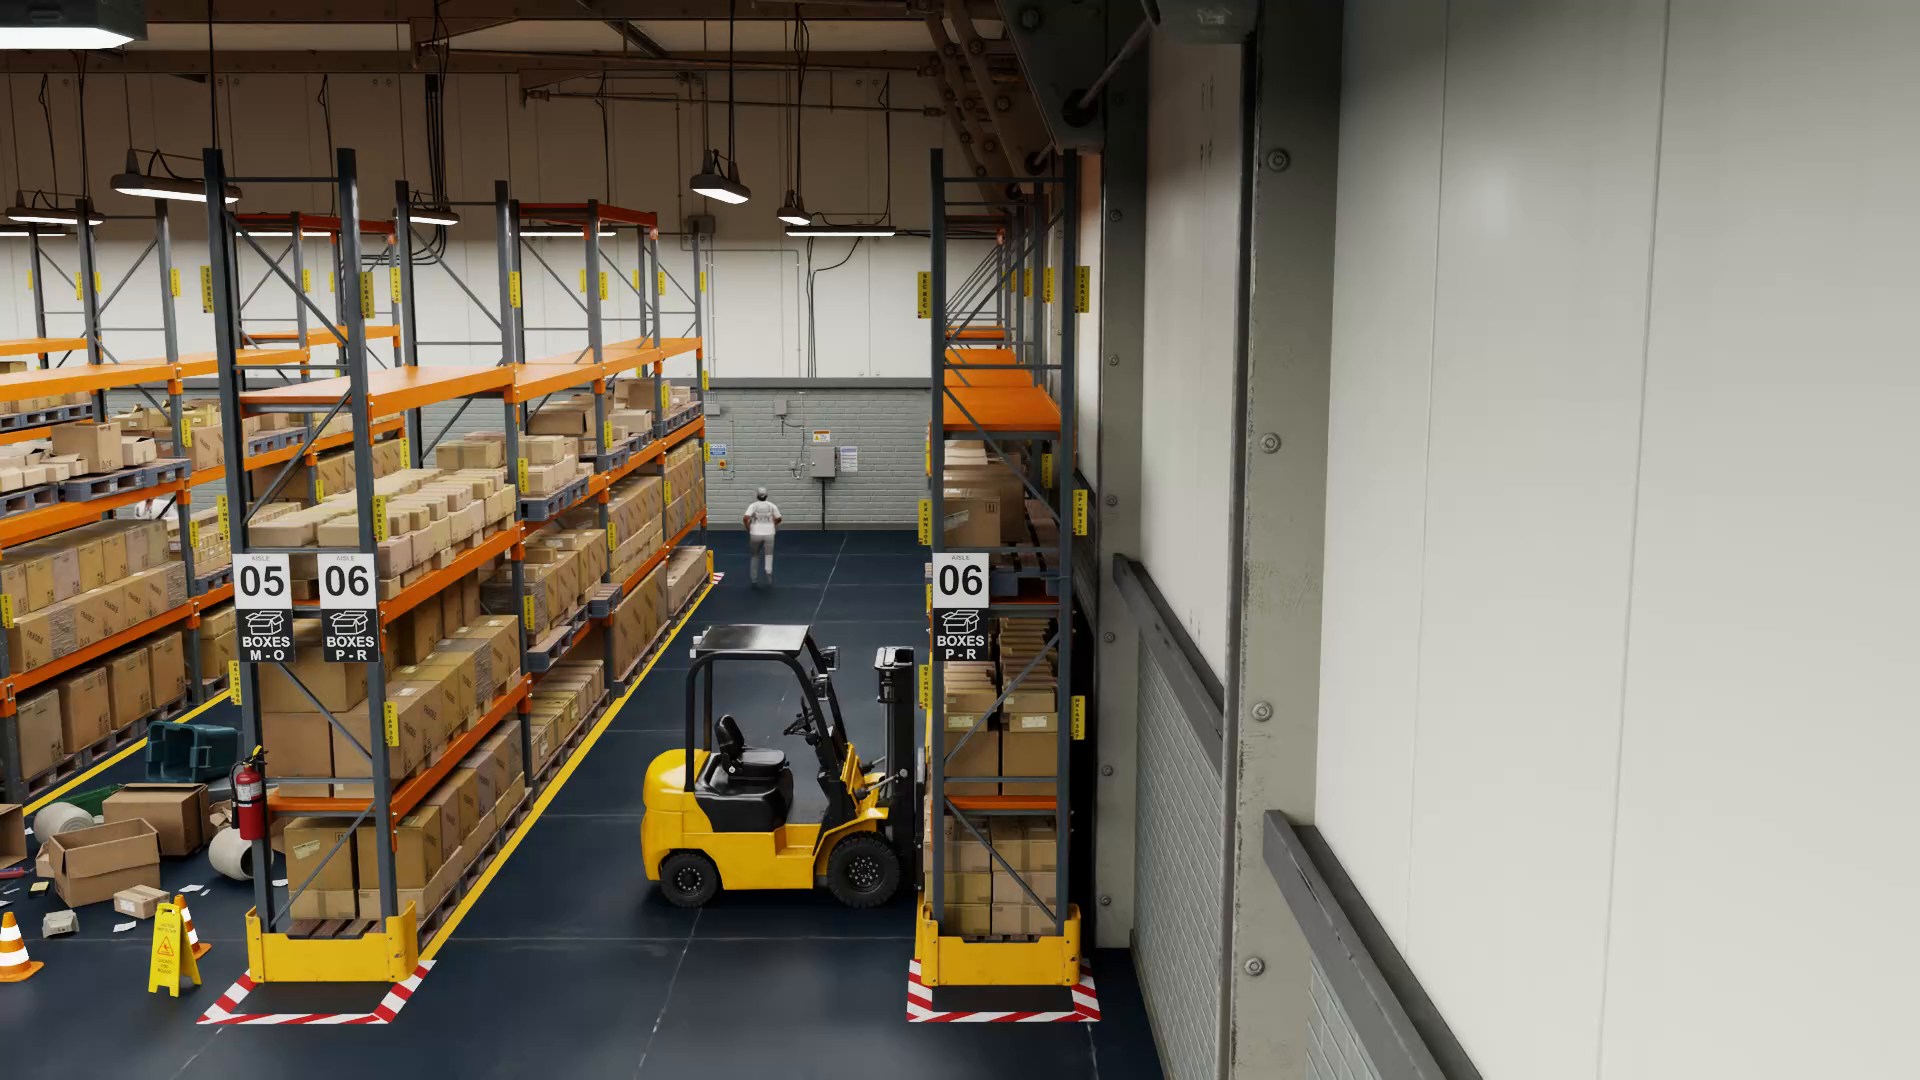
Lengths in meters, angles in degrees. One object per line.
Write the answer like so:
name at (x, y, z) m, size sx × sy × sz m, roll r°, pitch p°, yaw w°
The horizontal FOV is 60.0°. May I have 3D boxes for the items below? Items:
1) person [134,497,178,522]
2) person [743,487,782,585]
person at (-12.891, 0.027, 26.683) m, size 0.713 × 1.819 × 0.947 m, roll -2°, pitch 9°, yaw -9°
person at (-3.264, -0.048, 27.498) m, size 0.632 × 1.658 × 0.862 m, roll -1°, pitch 9°, yaw -8°
